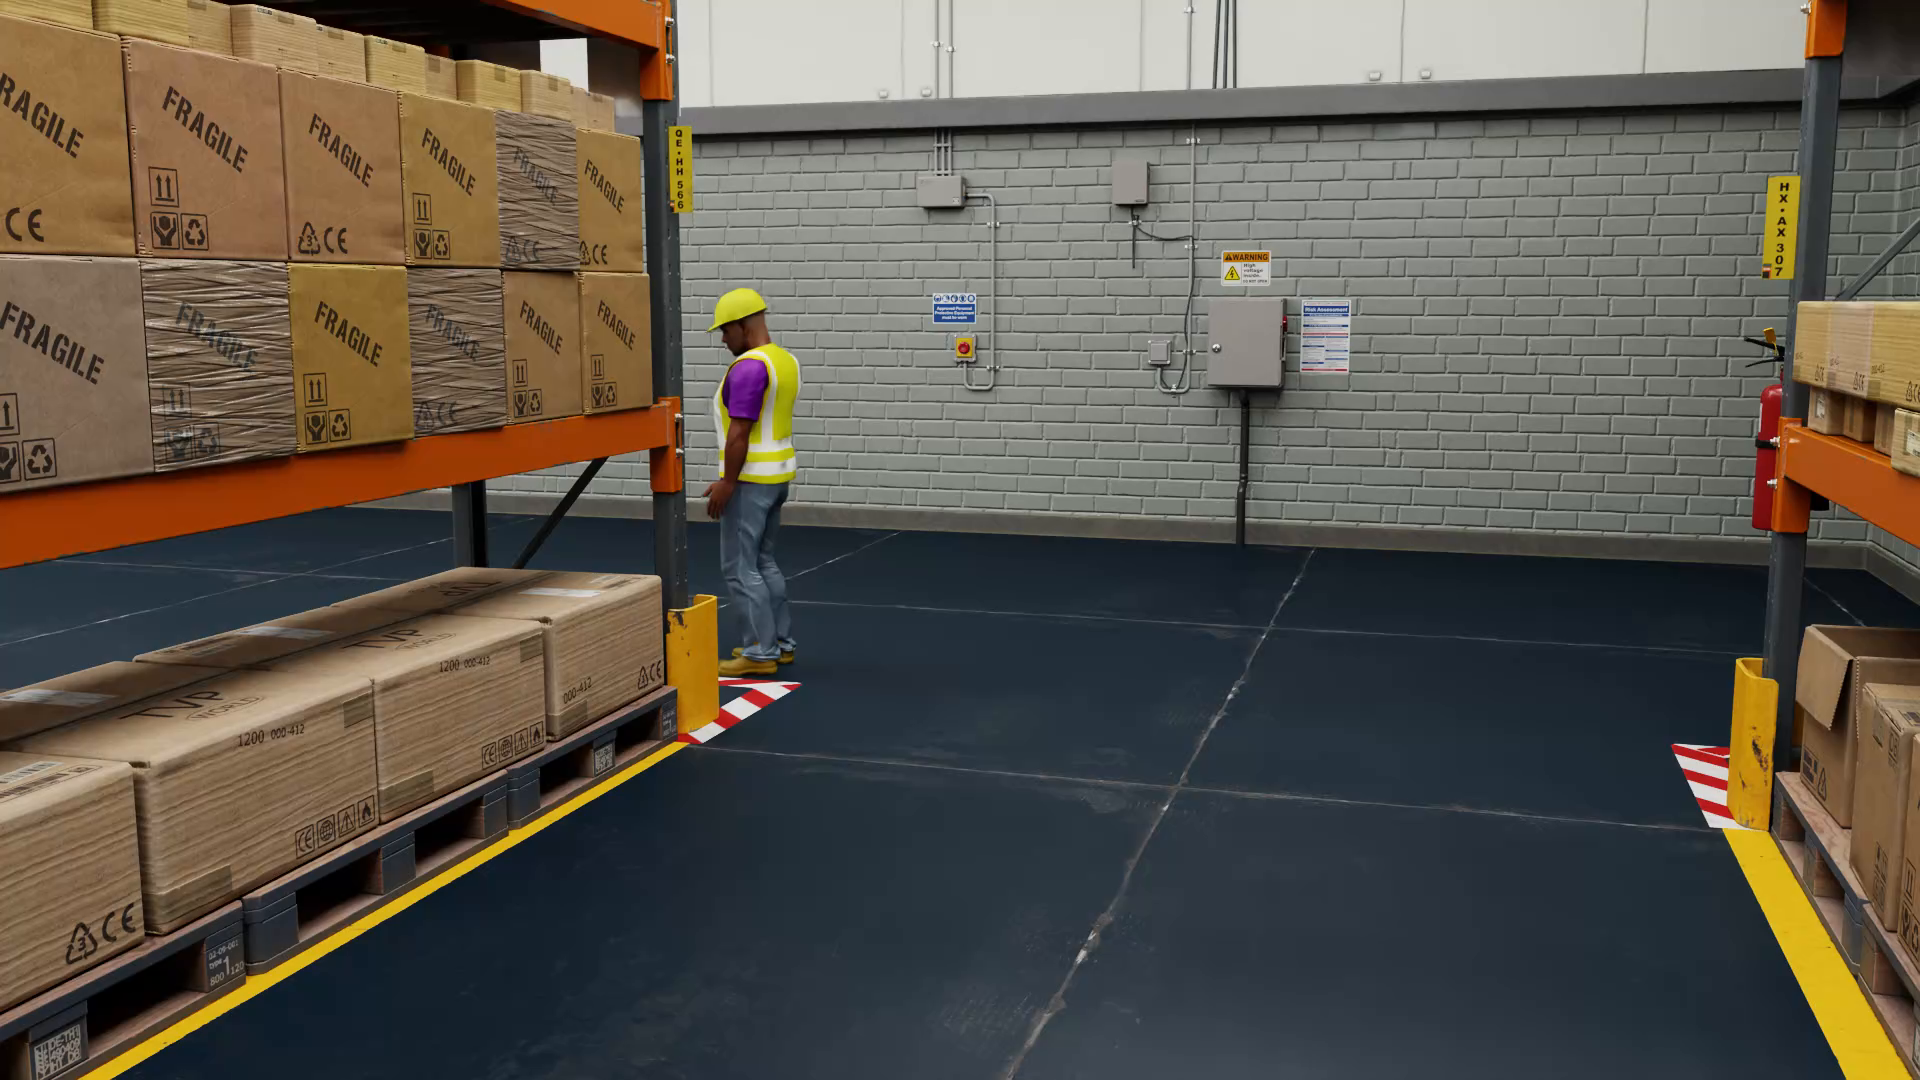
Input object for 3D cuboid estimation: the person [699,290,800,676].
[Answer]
[{"bbox_3d":[-0.961,-0.265,7.637,0.390,1.748,0.575,2,8,12],"label":"person"}]
